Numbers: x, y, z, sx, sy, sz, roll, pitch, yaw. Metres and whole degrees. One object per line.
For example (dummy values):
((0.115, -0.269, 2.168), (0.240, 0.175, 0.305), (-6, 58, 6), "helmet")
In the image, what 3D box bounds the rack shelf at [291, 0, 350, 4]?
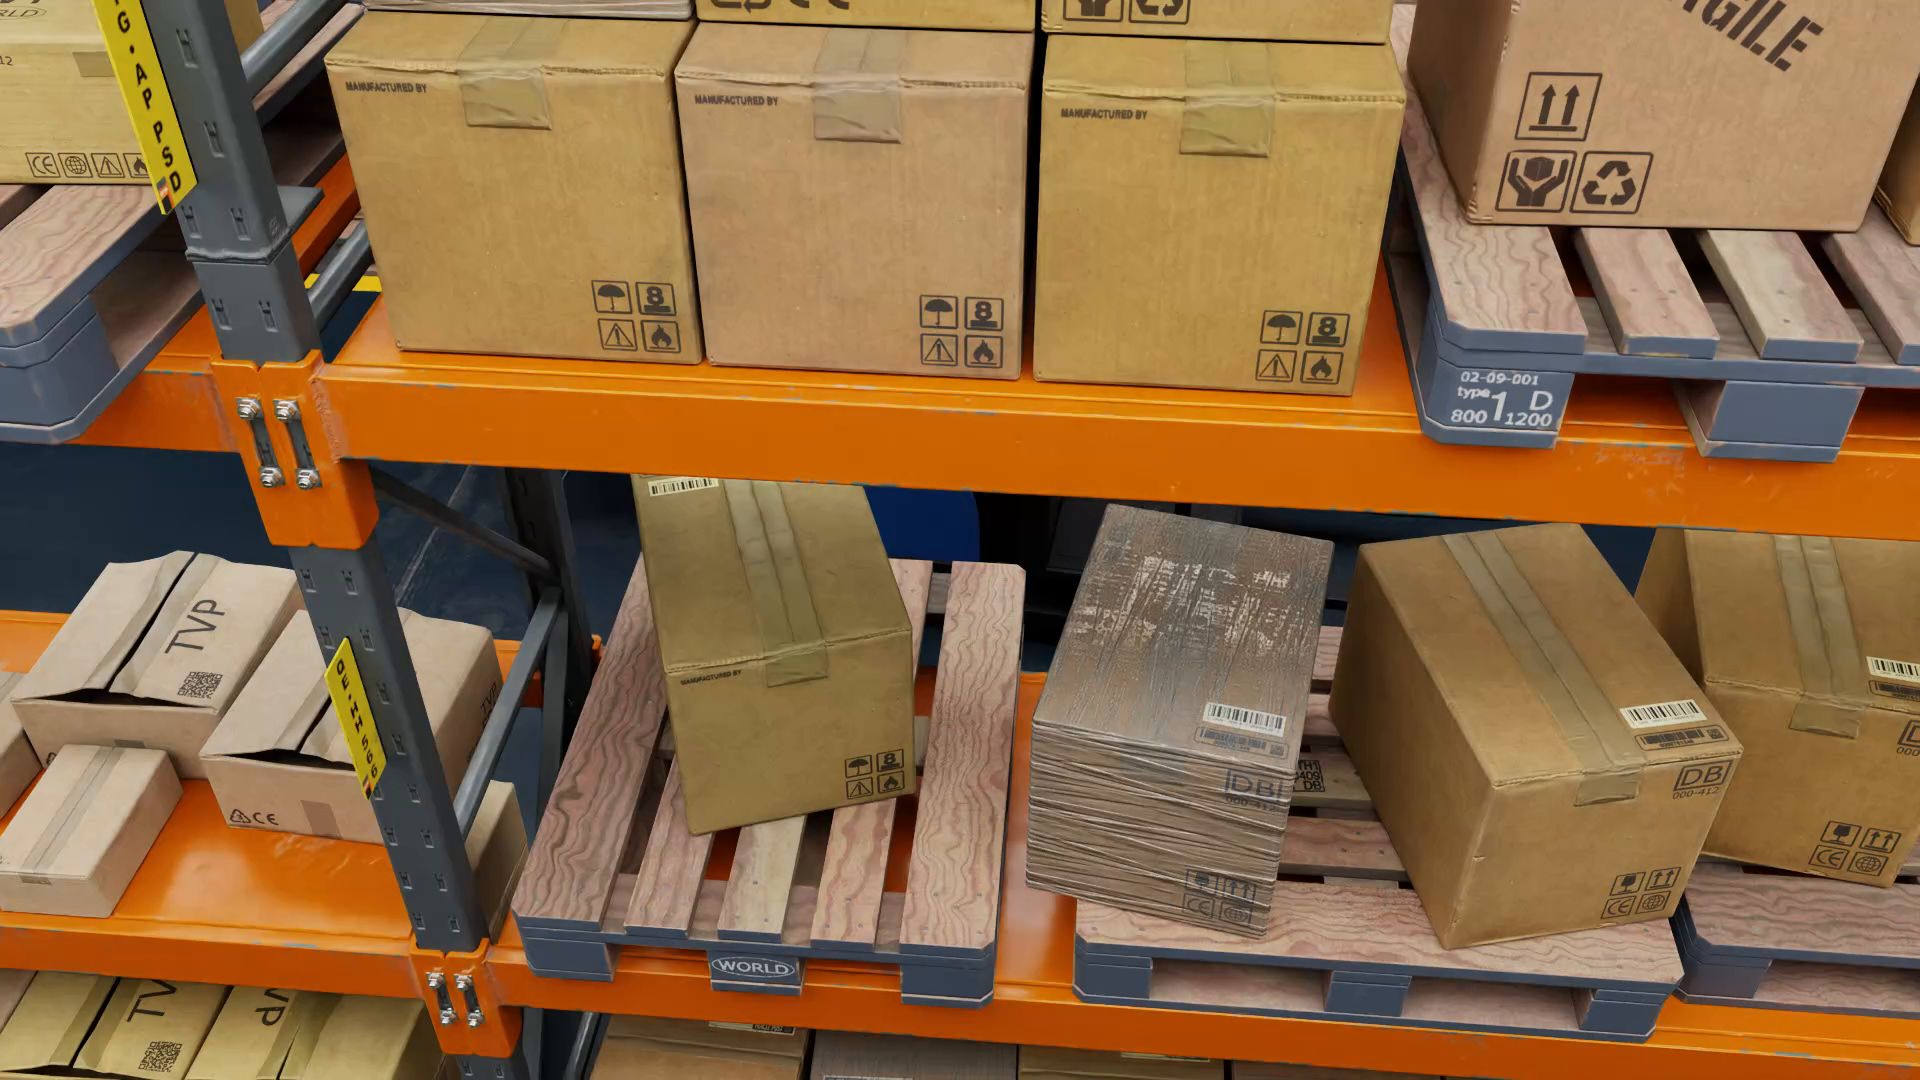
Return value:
((-2.630, -2.514, 8.033), (4.000, 0.370, 1.077), (3, 39, 4), "rack shelf")

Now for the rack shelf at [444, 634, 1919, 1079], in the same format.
((0.931, 0.819, 3.937), (4.000, 0.370, 1.077), (3, 39, 4), "rack shelf")

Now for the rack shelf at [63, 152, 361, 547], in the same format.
((-3.054, -0.562, 3.258), (4.000, 0.370, 1.077), (3, 39, 4), "rack shelf")

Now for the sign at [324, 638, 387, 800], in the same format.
((-1.106, 0.332, 3.049), (0.005, 0.325, 0.100), (3, 39, 4), "sign")

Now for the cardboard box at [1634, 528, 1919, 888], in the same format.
((1.780, 0.284, 3.614), (0.500, 0.500, 0.700), (9, 40, 11), "cardboard box")

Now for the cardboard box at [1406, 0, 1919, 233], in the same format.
((1.099, -0.899, 2.611), (0.600, 0.600, 0.600), (2, 39, 2), "cardboard box")

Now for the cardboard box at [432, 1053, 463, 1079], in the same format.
((-1.607, 1.460, 4.426), (0.500, 0.250, 0.500), (4, 39, 5), "cardboard box")

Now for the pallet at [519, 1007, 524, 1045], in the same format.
((-1.878, 1.444, 4.809), (1.213, 0.211, 1.003), (3, 39, 4), "pallet")

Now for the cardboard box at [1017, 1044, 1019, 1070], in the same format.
((0.406, 1.162, 4.578), (0.500, 0.500, 0.500), (2, 39, 2), "cardboard box")

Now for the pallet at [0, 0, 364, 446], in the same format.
((-1.745, -0.639, 2.933), (1.003, 0.211, 1.213), (5, 39, 6), "pallet")

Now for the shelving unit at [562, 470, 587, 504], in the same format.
((-1.267, -0.763, 6.499), (0.755, 1.500, 0.431), (7, 40, 8), "shelving unit")

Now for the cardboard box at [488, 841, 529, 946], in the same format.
((-1.558, 1.122, 4.841), (0.500, 0.250, 0.500), (3, 39, 4), "cardboard box")

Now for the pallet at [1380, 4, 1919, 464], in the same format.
((1.246, -0.575, 2.853), (1.003, 0.211, 1.213), (3, 39, 4), "pallet")

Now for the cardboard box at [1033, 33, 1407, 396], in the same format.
((0.402, -0.712, 2.793), (0.500, 0.500, 0.910), (3, 39, 4), "cardboard box")

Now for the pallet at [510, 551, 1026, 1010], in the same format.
((-0.380, 0.499, 3.913), (1.003, 0.211, 1.213), (3, 39, 4), "pallet")

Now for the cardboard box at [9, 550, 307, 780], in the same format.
((-1.936, 0.295, 4.081), (0.500, 0.311, 0.500), (3, 39, 3), "cardboard box")

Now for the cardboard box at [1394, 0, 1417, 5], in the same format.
((1.857, -2.549, 7.175), (0.500, 0.500, 0.500), (3, 39, 4), "cardboard box")

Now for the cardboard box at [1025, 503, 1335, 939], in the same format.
((0.470, 0.363, 3.516), (0.500, 0.500, 0.700), (10, 40, 12), "cardboard box")

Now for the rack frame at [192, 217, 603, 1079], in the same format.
((-1.061, 0.431, 3.844), (0.127, 3.000, 1.000), (3, 39, 4), "rack frame")

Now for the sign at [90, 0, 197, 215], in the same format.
((-1.118, -0.615, 2.280), (0.005, 0.325, 0.100), (3, 39, 4), "sign")

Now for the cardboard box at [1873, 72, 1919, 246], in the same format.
((1.760, -0.850, 2.551), (0.600, 0.600, 0.600), (3, 39, 3), "cardboard box")

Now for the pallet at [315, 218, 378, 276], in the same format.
((-2.628, -1.714, 8.689), (1.213, 0.211, 1.003), (3, 39, 4), "pallet")

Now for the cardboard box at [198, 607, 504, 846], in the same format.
((-1.420, 0.419, 3.930), (0.500, 0.311, 0.500), (5, 39, 7), "cardboard box")

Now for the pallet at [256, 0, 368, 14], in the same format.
((-2.614, -2.692, 7.833), (1.213, 0.211, 1.003), (3, 39, 4), "pallet")

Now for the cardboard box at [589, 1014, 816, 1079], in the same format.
((-0.633, 1.435, 4.243), (0.500, 0.500, 0.500), (5, 39, 6), "cardboard box")

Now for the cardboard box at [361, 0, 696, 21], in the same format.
((-0.627, -1.131, 2.516), (0.500, 0.500, 0.500), (3, 39, 4), "cardboard box")

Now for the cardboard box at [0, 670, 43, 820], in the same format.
((-2.337, 0.495, 3.965), (0.250, 0.149, 0.380), (6, 40, 7), "cardboard box")

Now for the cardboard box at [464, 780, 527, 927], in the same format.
((-1.558, 0.904, 4.664), (0.500, 0.311, 0.500), (4, 39, 5), "cardboard box")

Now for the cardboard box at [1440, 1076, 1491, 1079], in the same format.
((1.416, 1.542, 4.111), (0.500, 0.500, 0.500), (4, 39, 4), "cardboard box")

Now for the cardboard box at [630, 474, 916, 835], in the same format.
((-0.424, 0.193, 3.725), (0.500, 0.500, 0.700), (-9, 40, -11), "cardboard box")

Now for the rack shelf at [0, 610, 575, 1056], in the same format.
((-3.054, 0.601, 4.205), (4.000, 0.370, 1.077), (3, 39, 4), "rack shelf")

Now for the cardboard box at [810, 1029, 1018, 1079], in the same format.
((-0.111, 1.460, 4.212), (0.500, 0.500, 0.500), (2, 39, 2), "cardboard box")

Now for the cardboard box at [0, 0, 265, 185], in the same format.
((-1.518, -0.826, 2.799), (0.500, 0.250, 0.500), (0, 39, 1), "cardboard box")

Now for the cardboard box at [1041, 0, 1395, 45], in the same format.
((0.389, -1.075, 2.447), (0.500, 0.500, 0.500), (3, 39, 4), "cardboard box")

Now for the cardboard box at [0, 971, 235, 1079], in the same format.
((-2.123, 1.220, 4.277), (0.500, 0.311, 0.500), (3, 39, 3), "cardboard box")

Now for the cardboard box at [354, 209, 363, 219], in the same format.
((-2.864, -2.024, 8.492), (0.500, 0.500, 0.700), (4, 39, 4), "cardboard box")

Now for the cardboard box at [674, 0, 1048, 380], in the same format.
((-0.116, -0.740, 2.828), (0.500, 0.500, 0.910), (3, 39, 4), "cardboard box")

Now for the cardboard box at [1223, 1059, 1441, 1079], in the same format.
((0.909, 1.515, 4.144), (0.500, 0.500, 0.500), (2, 39, 2), "cardboard box")

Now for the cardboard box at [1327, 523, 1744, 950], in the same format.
((1.158, 0.390, 3.483), (0.500, 0.500, 0.700), (-6, 40, -8), "cardboard box")

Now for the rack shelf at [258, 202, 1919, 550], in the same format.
((0.931, -0.344, 2.990), (4.000, 0.370, 1.077), (3, 39, 4), "rack shelf")

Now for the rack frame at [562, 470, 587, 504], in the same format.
((-1.626, -0.806, 6.553), (0.023, 1.500, 0.400), (7, 40, 8), "rack frame")

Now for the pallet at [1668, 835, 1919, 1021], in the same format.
((2.137, 0.612, 3.775), (1.213, 0.211, 1.003), (3, 39, 4), "pallet")

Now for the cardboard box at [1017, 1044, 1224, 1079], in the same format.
((0.389, 1.490, 4.175), (0.500, 0.500, 0.500), (3, 39, 3), "cardboard box")

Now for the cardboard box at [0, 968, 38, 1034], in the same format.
((-2.626, 1.190, 4.313), (0.500, 0.311, 0.500), (3, 39, 4), "cardboard box")

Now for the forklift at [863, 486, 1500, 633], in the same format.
((0.614, -1.061, 5.732), (3.031, 2.935, 1.130), (7, 40, 8), "forklift")

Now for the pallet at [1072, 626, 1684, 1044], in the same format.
((0.876, 0.609, 3.778), (1.213, 0.211, 1.003), (3, 39, 4), "pallet")

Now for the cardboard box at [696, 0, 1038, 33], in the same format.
((-0.119, -1.103, 2.482), (0.500, 0.500, 0.500), (3, 39, 4), "cardboard box")

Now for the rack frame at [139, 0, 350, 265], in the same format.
((-1.061, -1.895, 1.950), (0.127, 3.000, 1.000), (3, 39, 4), "rack frame")

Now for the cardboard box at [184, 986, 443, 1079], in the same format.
((-1.605, 1.244, 4.247), (0.500, 0.311, 0.500), (4, 39, 5), "cardboard box")

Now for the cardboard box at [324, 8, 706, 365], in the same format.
((-0.624, -0.768, 2.862), (0.500, 0.500, 0.910), (3, 39, 4), "cardboard box")

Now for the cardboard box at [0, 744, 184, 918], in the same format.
((-1.981, 0.654, 3.770), (0.250, 0.149, 0.380), (3, 39, 4), "cardboard box")
